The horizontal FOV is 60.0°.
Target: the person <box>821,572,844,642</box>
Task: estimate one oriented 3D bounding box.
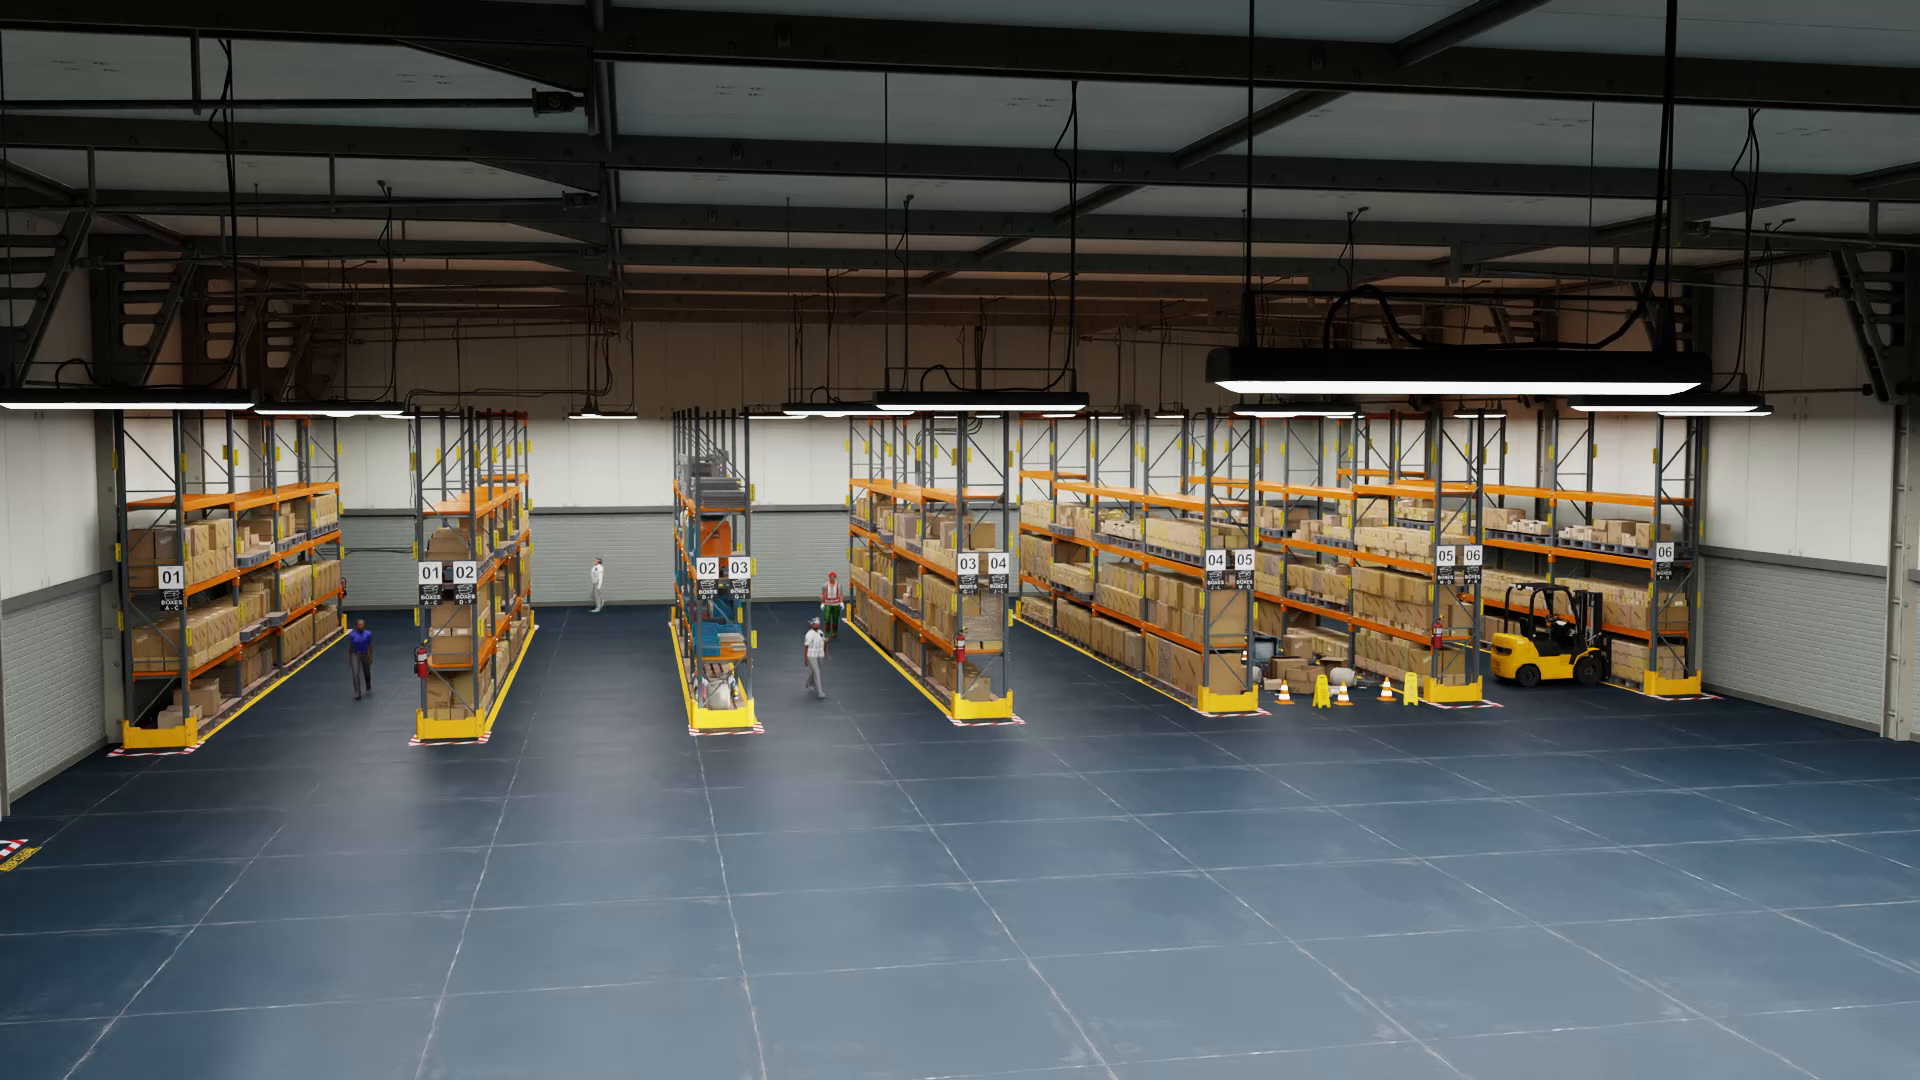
[{"bbox_3d":[-3.352,1.734,43.678,0.628,1.793,0.904,0,4,-2],"label":"person"}]

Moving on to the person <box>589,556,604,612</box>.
[{"bbox_3d":[-10.879,1.320,49.989,0.510,1.672,0.515,4,6,44],"label":"person"}]

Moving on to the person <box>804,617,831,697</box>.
[{"bbox_3d":[-3.012,2.417,34.709,0.510,1.627,1.079,-3,5,-36],"label":"person"}]

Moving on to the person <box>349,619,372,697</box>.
[{"bbox_3d":[-12.504,2.434,34.714,0.448,1.610,0.843,-1,4,-14],"label":"person"}]
